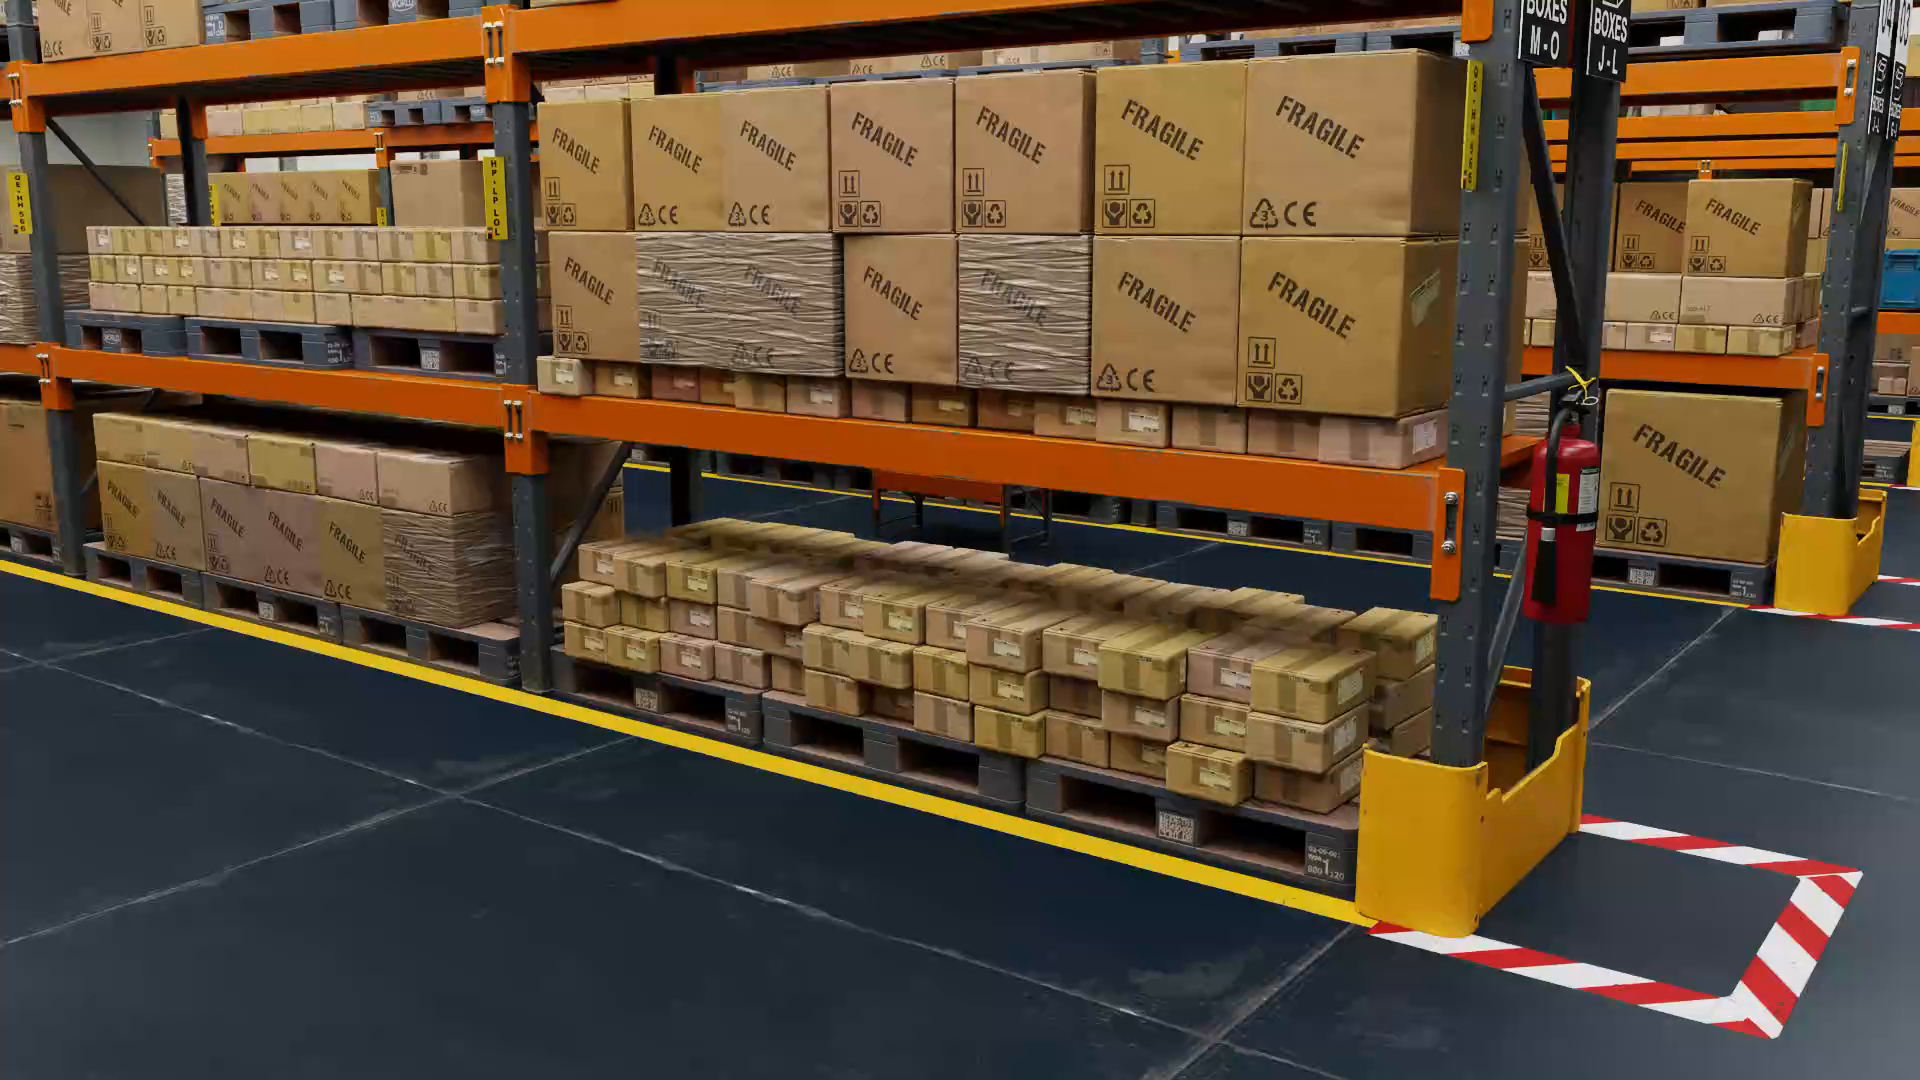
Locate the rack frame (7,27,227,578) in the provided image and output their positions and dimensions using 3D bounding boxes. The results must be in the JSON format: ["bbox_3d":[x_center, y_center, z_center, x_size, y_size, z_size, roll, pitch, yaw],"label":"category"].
[{"bbox_3d":[-4.766,-1.340,9.560,0.127,3.000,1.000,8,13,36],"label":"rack frame"}]

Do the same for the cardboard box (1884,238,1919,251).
[{"bbox_3d":[9.624,-2.820,16.948,0.500,0.500,0.500,8,14,36],"label":"cardboard box"}]

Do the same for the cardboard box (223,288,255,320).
[{"bbox_3d":[-3.455,-1.193,8.355,0.250,0.149,0.380,8,14,36],"label":"cardboard box"}]

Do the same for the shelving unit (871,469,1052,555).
[{"bbox_3d":[0.005,-0.552,10.419,1.048,1.125,0.538,8,13,36],"label":"shelving unit"}]

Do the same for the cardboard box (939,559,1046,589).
[{"bbox_3d":[0.129,0.191,6.478,0.250,0.149,0.380,8,14,36],"label":"cardboard box"}]

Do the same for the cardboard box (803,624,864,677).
[{"bbox_3d":[-0.375,0.387,6.251,0.250,0.149,0.380,8,13,35],"label":"cardboard box"}]

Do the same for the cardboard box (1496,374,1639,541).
[{"bbox_3d":[3.403,-0.514,9.776,0.875,0.875,0.875,8,13,36],"label":"cardboard box"}]

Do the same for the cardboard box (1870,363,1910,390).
[{"bbox_3d":[9.893,-1.732,17.664,0.500,0.250,0.500,8,13,36],"label":"cardboard box"}]

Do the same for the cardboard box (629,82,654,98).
[{"bbox_3d":[-2.277,-3.503,13.238,0.500,0.250,0.500,8,14,36],"label":"cardboard box"}]

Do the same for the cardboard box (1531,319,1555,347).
[{"bbox_3d":[3.394,-1.170,9.340,0.250,0.149,0.380,8,13,34],"label":"cardboard box"}]

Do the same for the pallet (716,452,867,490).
[{"bbox_3d":[-1.158,-0.619,13.173,1.213,0.211,1.003,8,13,36],"label":"pallet"}]

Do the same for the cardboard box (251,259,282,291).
[{"bbox_3d":[-3.236,-1.310,8.175,0.250,0.149,0.380,9,14,38],"label":"cardboard box"}]

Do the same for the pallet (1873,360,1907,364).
[{"bbox_3d":[11.825,-2.310,21.913,1.213,0.211,1.003,8,13,36],"label":"pallet"}]

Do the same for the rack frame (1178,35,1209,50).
[{"bbox_3d":[3.823,-7.758,26.940,0.127,3.000,1.000,8,13,36],"label":"rack frame"}]

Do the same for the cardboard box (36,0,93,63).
[{"bbox_3d":[-4.463,-2.757,8.723,0.500,0.500,0.500,8,13,36],"label":"cardboard box"}]

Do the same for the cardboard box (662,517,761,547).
[{"bbox_3d":[-1.101,0.011,7.409,0.250,0.149,0.380,8,14,37],"label":"cardboard box"}]

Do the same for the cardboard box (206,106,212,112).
[{"bbox_3d":[-7.506,-4.421,16.933,0.250,0.149,0.380,9,14,38],"label":"cardboard box"}]

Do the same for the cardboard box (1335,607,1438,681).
[{"bbox_3d":[1.461,0.350,5.659,0.250,0.149,0.380,7,13,33],"label":"cardboard box"}]

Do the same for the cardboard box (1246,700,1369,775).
[{"bbox_3d":[1.088,0.591,5.194,0.250,0.149,0.380,8,13,34],"label":"cardboard box"}]

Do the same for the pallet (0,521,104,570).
[{"bbox_3d":[-5.357,-0.071,10.343,1.213,0.211,1.003,8,13,36],"label":"pallet"}]

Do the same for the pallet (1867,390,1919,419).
[{"bbox_3d":[9.862,-1.434,17.386,1.213,0.211,1.003,8,13,36],"label":"pallet"}]

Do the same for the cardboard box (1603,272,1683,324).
[{"bbox_3d":[3.743,-1.332,9.130,0.500,0.250,0.500,8,13,35],"label":"cardboard box"}]

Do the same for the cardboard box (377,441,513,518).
[{"bbox_3d":[-2.292,-0.283,7.594,0.500,0.250,0.500,8,13,34],"label":"cardboard box"}]

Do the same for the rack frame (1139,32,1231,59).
[{"bbox_3d":[1.476,-4.584,10.532,0.127,3.000,1.000,8,13,36],"label":"rack frame"}]

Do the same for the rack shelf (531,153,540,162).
[{"bbox_3d":[-3.653,-4.640,20.616,4.000,0.370,1.077,8,13,36],"label":"rack shelf"}]

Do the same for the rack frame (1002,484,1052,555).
[{"bbox_3d":[0.415,-0.494,10.124,0.032,1.125,0.500,8,13,36],"label":"rack frame"}]

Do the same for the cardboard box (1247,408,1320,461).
[{"bbox_3d":[1.074,-0.345,5.075,0.250,0.149,0.380,8,13,35],"label":"cardboard box"}]

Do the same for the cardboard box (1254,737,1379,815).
[{"bbox_3d":[1.135,0.725,5.283,0.250,0.149,0.380,8,14,36],"label":"cardboard box"}]

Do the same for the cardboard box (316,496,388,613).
[{"bbox_3d":[-2.701,0.028,7.962,0.500,0.500,0.500,8,13,34],"label":"cardboard box"}]

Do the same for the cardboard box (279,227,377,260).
[{"bbox_3d":[-3.031,-1.427,8.000,0.250,0.149,0.380,7,13,33],"label":"cardboard box"}]

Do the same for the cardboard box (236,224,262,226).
[{"bbox_3d":[-6.918,-3.016,17.176,0.500,0.500,0.875,8,13,36],"label":"cardboard box"}]

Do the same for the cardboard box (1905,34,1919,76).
[{"bbox_3d":[9.790,-4.842,16.868,0.500,0.500,0.700,8,13,36],"label":"cardboard box"}]

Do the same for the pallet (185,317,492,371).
[{"bbox_3d":[-3.146,-1.030,8.460,1.213,0.211,1.003,8,13,36],"label":"pallet"}]

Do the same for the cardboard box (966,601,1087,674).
[{"bbox_3d":[0.232,0.333,5.746,0.250,0.149,0.380,9,14,38],"label":"cardboard box"}]

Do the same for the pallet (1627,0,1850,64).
[{"bbox_3d":[4.095,-2.700,8.923,1.213,0.211,1.003,8,13,36],"label":"pallet"}]

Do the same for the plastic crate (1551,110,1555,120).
[{"bbox_3d":[5.330,-3.734,14.476,0.300,0.233,0.416,8,13,36],"label":"plastic crate"}]

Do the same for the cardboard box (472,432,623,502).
[{"bbox_3d":[-1.981,-0.361,8.000,0.500,0.250,0.500,7,13,33],"label":"cardboard box"}]

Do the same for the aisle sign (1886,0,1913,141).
[{"bbox_3d":[4.935,-2.503,8.726,0.004,0.787,0.394,8,13,36],"label":"aisle sign"}]

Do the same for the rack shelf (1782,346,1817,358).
[{"bbox_3d":[3.088,-1.156,9.989,3.809,0.124,0.919,8,13,36],"label":"rack shelf"}]

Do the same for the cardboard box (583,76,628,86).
[{"bbox_3d":[-2.701,-3.927,13.453,0.500,0.500,0.500,8,13,35],"label":"cardboard box"}]

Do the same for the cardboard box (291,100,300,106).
[{"bbox_3d":[-6.222,-4.251,16.056,0.250,0.149,0.380,9,14,38],"label":"cardboard box"}]

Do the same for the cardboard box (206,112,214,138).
[{"bbox_3d":[-7.542,-4.236,17.025,0.500,0.250,0.500,8,13,34],"label":"cardboard box"}]

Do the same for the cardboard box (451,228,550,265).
[{"bbox_3d":[-1.981,-1.281,7.242,0.250,0.149,0.380,9,14,38],"label":"cardboard box"}]

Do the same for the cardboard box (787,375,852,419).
[{"bbox_3d":[-0.417,-0.545,6.109,0.250,0.149,0.380,9,14,38],"label":"cardboard box"}]

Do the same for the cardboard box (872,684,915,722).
[{"bbox_3d":[-0.112,0.551,6.186,0.250,0.149,0.380,8,14,37],"label":"cardboard box"}]

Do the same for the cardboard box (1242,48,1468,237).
[{"bbox_3d":[1.166,-1.140,4.847,0.500,0.500,0.500,8,13,34],"label":"cardboard box"}]

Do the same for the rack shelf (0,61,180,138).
[{"bbox_3d":[-6.378,-2.685,10.506,4.000,0.370,1.077,8,13,36],"label":"rack shelf"}]

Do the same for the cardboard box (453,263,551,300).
[{"bbox_3d":[-1.979,-1.134,7.266,0.250,0.149,0.380,8,14,37],"label":"cardboard box"}]

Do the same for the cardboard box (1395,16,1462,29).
[{"bbox_3d":[2.910,-3.195,9.618,0.500,0.500,0.700,9,14,38],"label":"cardboard box"}]

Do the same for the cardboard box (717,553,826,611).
[{"bbox_3d":[-0.743,0.168,6.597,0.250,0.149,0.380,8,13,34],"label":"cardboard box"}]

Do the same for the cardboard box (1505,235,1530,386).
[{"bbox_3d":[1.484,-0.729,5.353,0.500,0.500,0.500,9,14,38],"label":"cardboard box"}]

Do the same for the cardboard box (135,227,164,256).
[{"bbox_3d":[-4.095,-1.575,8.765,0.250,0.149,0.380,8,13,35],"label":"cardboard box"}]

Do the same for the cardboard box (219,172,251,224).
[{"bbox_3d":[-7.112,-3.457,16.822,0.500,0.500,0.500,8,13,36],"label":"cardboard box"}]

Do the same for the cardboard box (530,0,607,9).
[{"bbox_3d":[-1.325,-2.197,6.487,0.500,0.250,0.500,9,14,38],"label":"cardboard box"}]

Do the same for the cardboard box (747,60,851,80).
[{"bbox_3d":[-1.214,-3.760,12.794,0.637,0.503,0.797,9,14,39],"label":"cardboard box"}]
